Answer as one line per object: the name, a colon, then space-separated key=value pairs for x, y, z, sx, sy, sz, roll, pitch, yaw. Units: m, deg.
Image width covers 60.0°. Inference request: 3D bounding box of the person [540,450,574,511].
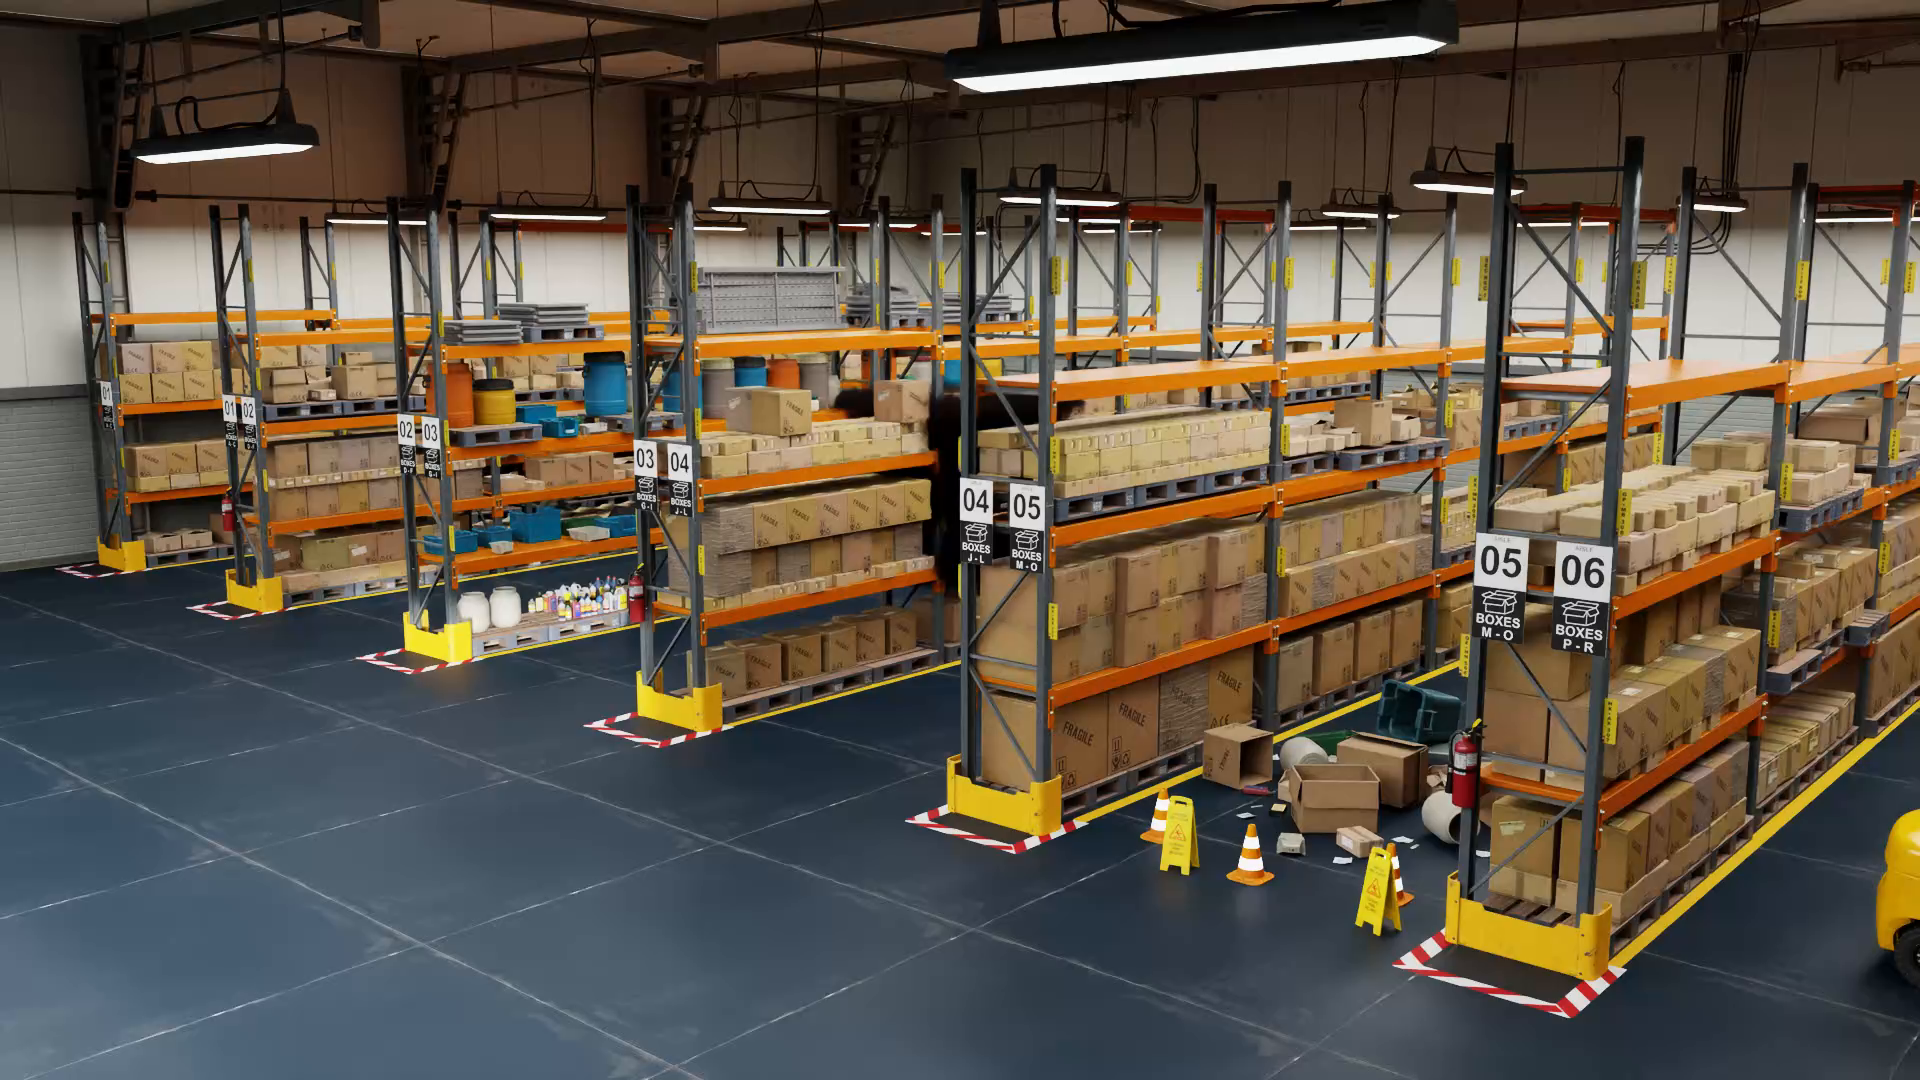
person: x=-7.896 y=-1.013 z=32.427 sx=0.538 sy=1.578 sz=0.943 roll=7 pitch=11 yaw=34
